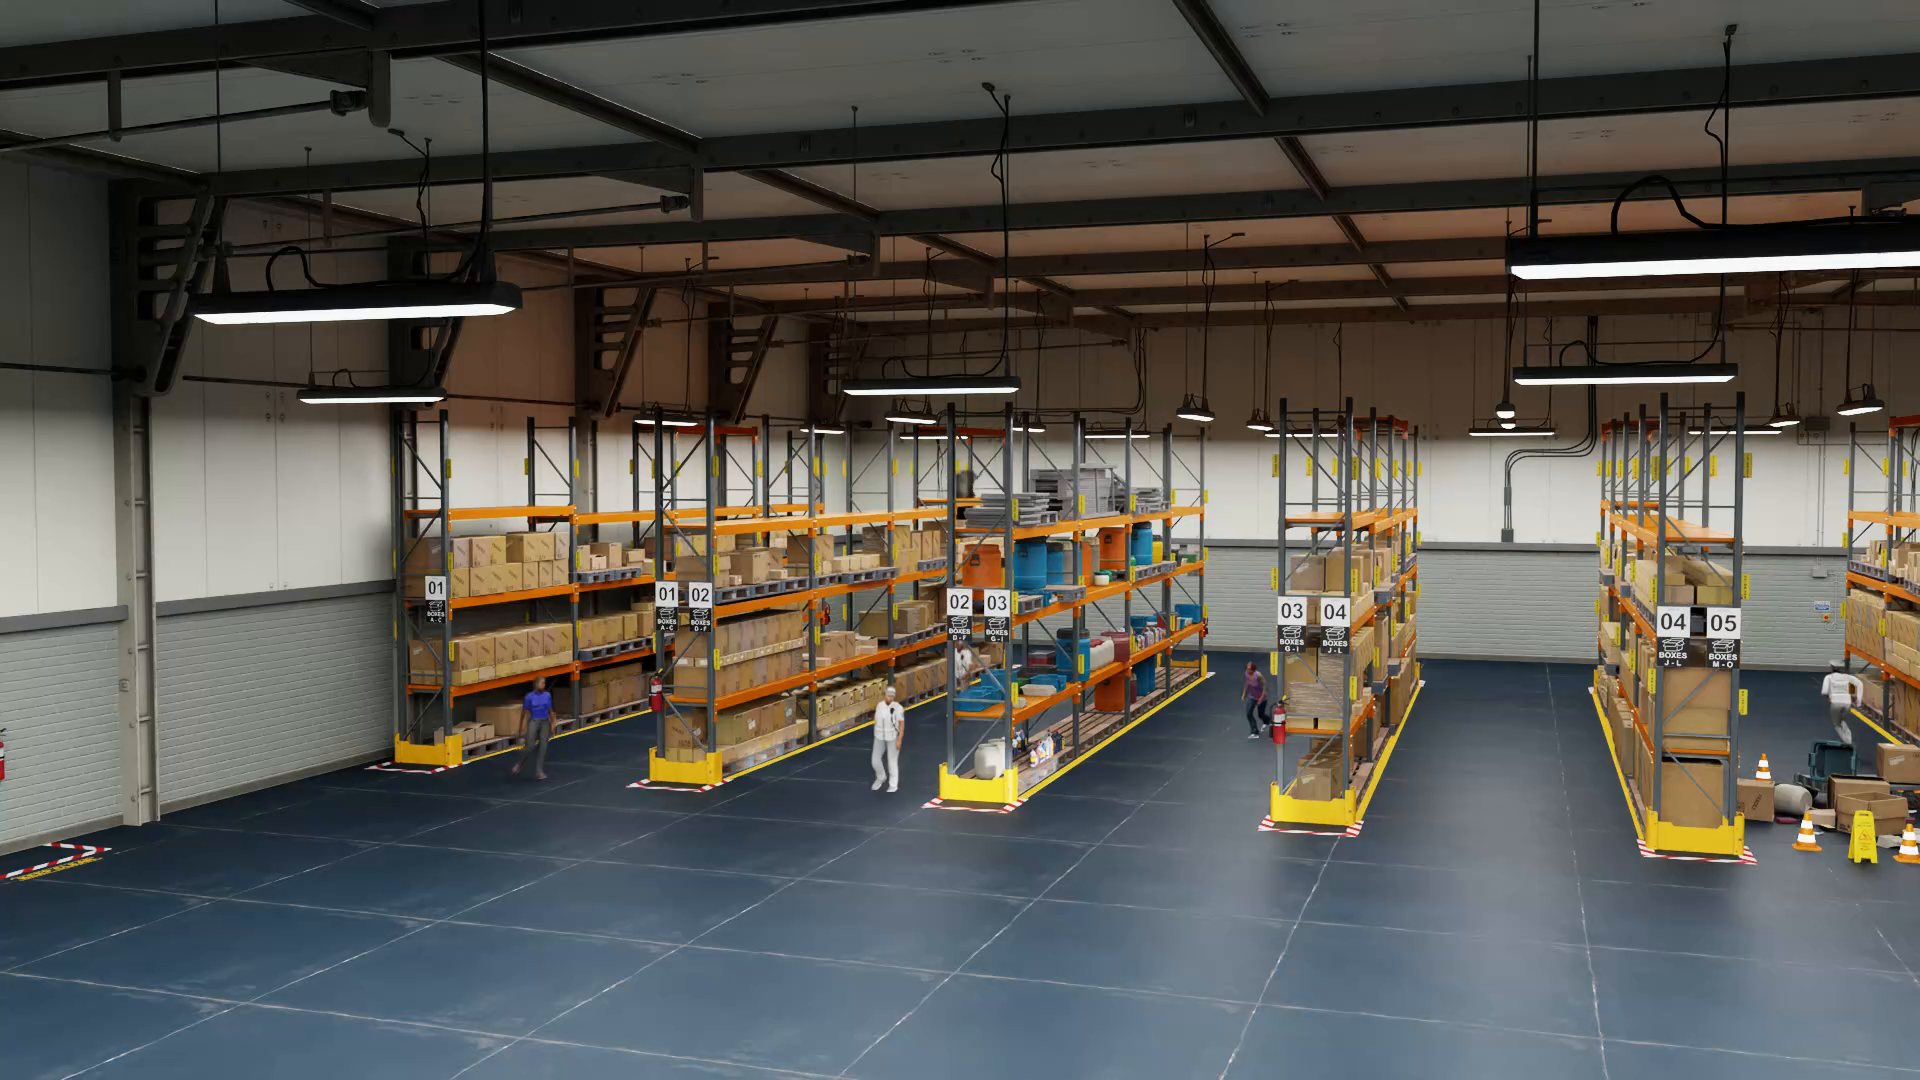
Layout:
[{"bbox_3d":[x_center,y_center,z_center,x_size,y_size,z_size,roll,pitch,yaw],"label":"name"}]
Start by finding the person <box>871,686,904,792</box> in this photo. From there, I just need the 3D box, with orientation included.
[{"bbox_3d":[-1.116,3.068,25.598,0.564,1.643,0.452,1,3,16],"label":"person"}]

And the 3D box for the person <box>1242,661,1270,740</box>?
[{"bbox_3d":[5.571,2.951,30.918,0.520,1.451,0.972,2,3,37],"label":"person"}]

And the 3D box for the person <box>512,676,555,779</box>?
[{"bbox_3d":[-6.912,3.023,26.894,0.620,1.653,0.546,-2,3,-35],"label":"person"}]

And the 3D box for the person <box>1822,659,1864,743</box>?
[{"bbox_3d":[15.594,2.938,29.464,0.619,1.612,0.683,0,2,3],"label":"person"}]

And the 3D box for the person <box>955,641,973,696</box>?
[{"bbox_3d":[0.009,2.757,33.210,0.562,1.611,0.788,1,3,17],"label":"person"}]
